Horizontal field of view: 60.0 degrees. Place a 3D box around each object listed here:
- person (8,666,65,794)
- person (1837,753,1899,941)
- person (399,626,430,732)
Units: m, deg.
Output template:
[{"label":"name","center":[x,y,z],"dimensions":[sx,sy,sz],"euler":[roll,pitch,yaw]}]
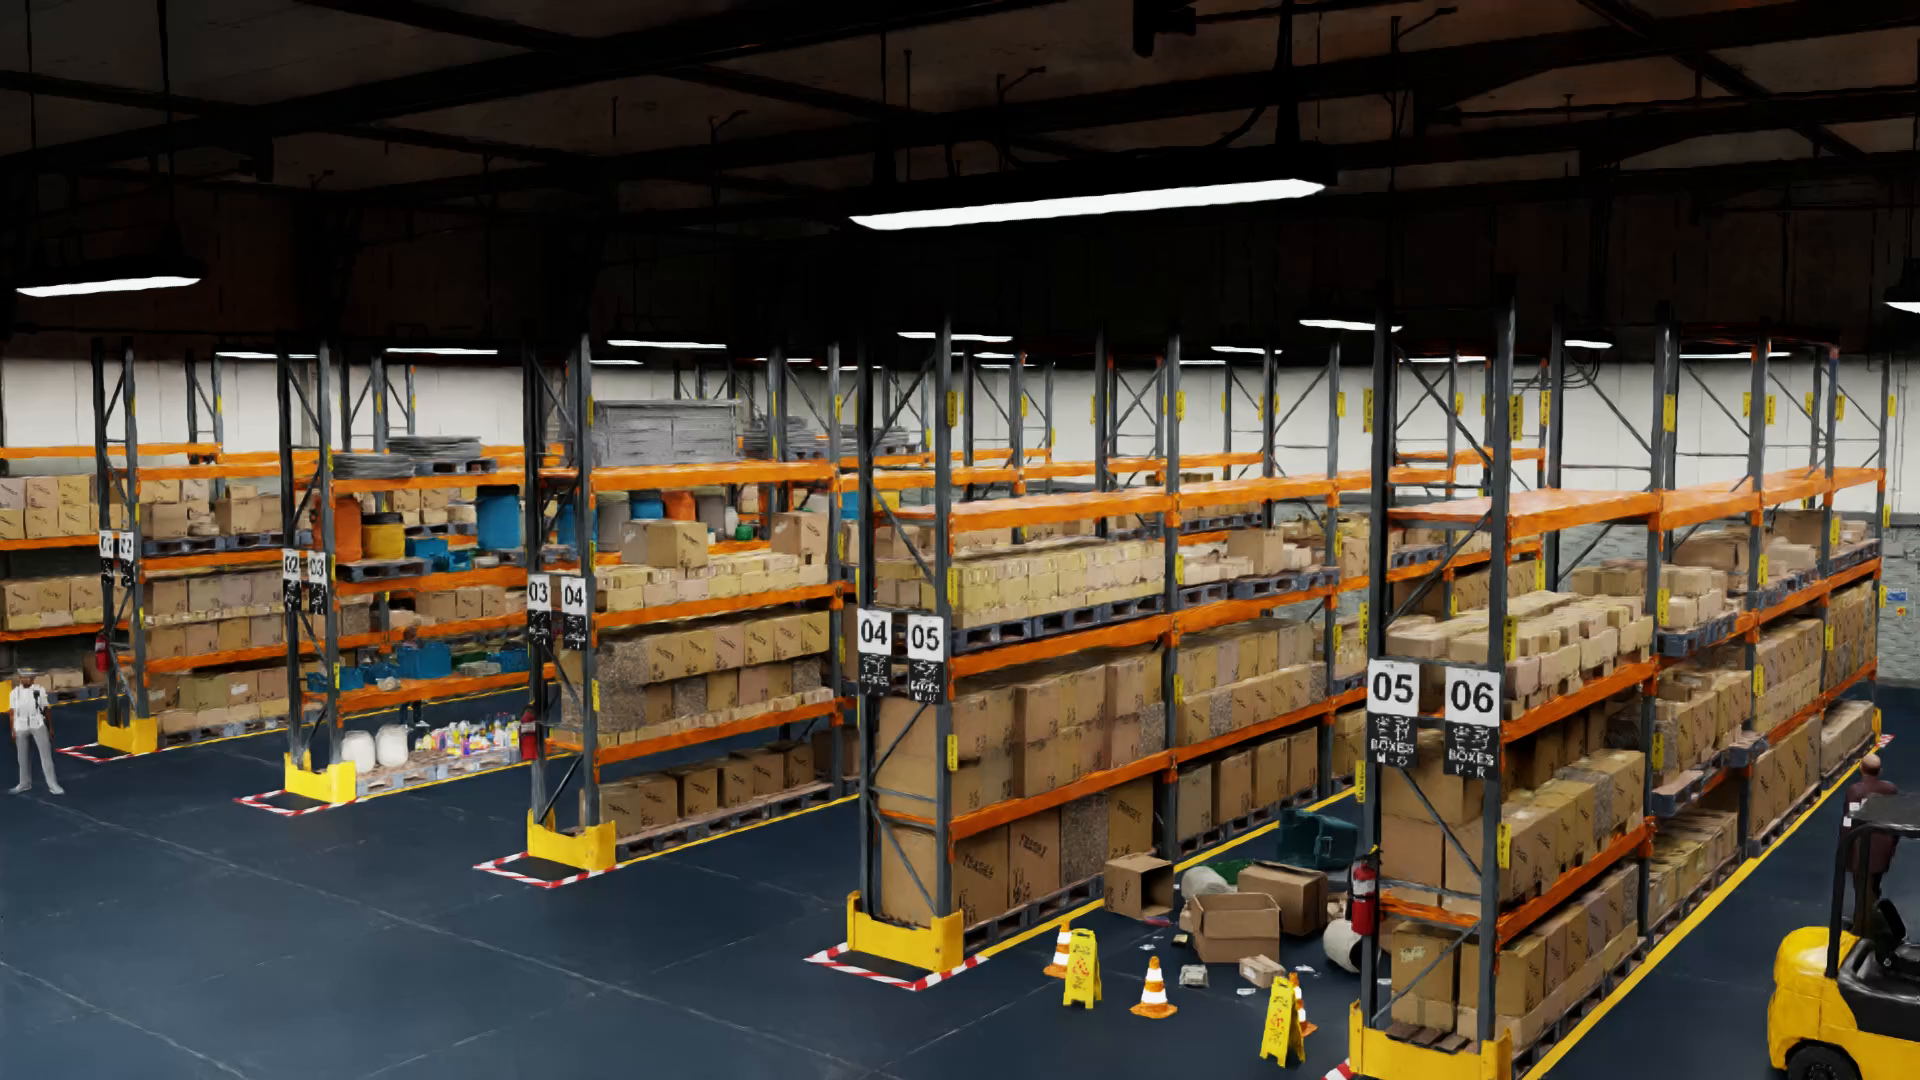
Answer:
[{"label":"person","center":[-11.977,2.448,21.508],"dimensions":[0.679,1.676,0.518],"euler":[-2,5,-22]},{"label":"person","center":[8.572,2.889,15.763],"dimensions":[0.677,1.775,0.636],"euler":[-2,5,-22]},{"label":"person","center":[-8.425,2.128,25.624],"dimensions":[0.409,1.599,0.464],"euler":[1,5,9]}]
